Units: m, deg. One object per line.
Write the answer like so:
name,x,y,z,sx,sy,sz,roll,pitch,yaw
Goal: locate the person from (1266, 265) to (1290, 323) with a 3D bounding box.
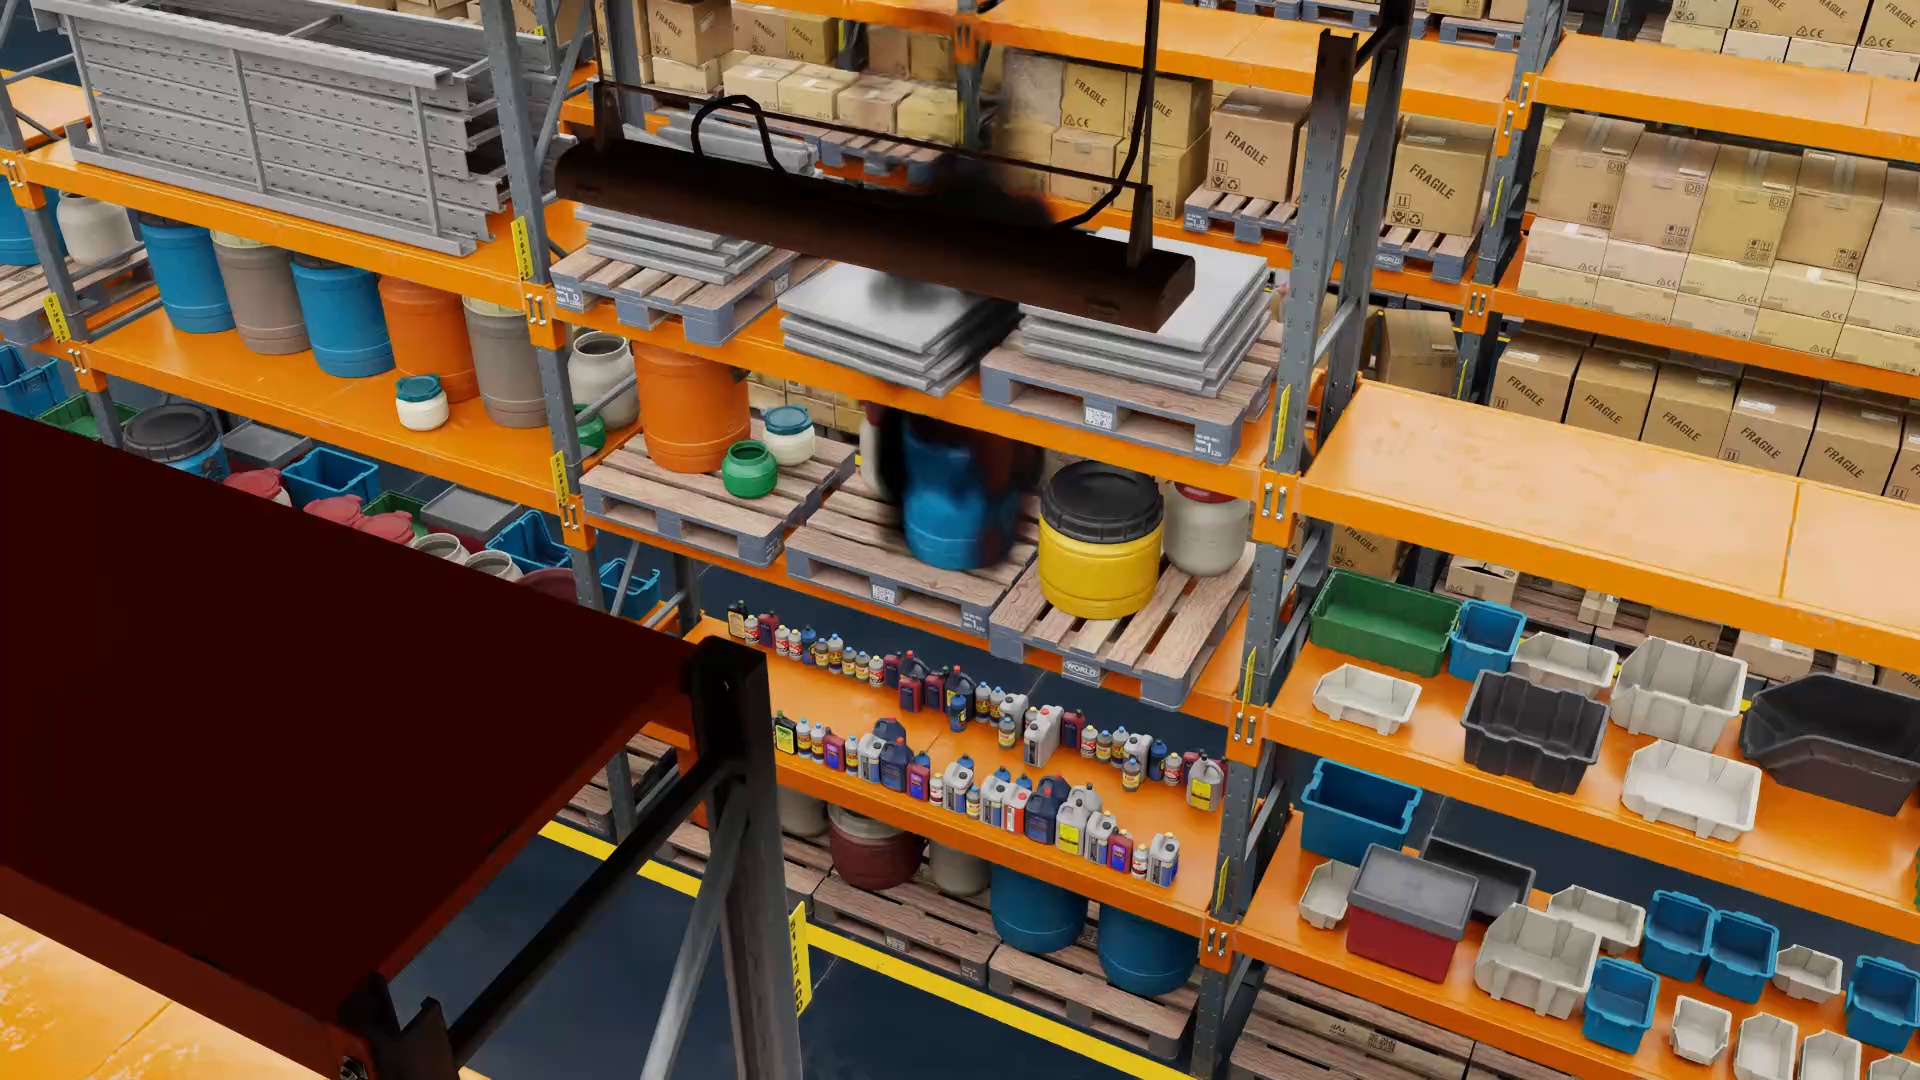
person,3.145,-2.309,15.650,0.918,1.761,0.711,8,36,11
